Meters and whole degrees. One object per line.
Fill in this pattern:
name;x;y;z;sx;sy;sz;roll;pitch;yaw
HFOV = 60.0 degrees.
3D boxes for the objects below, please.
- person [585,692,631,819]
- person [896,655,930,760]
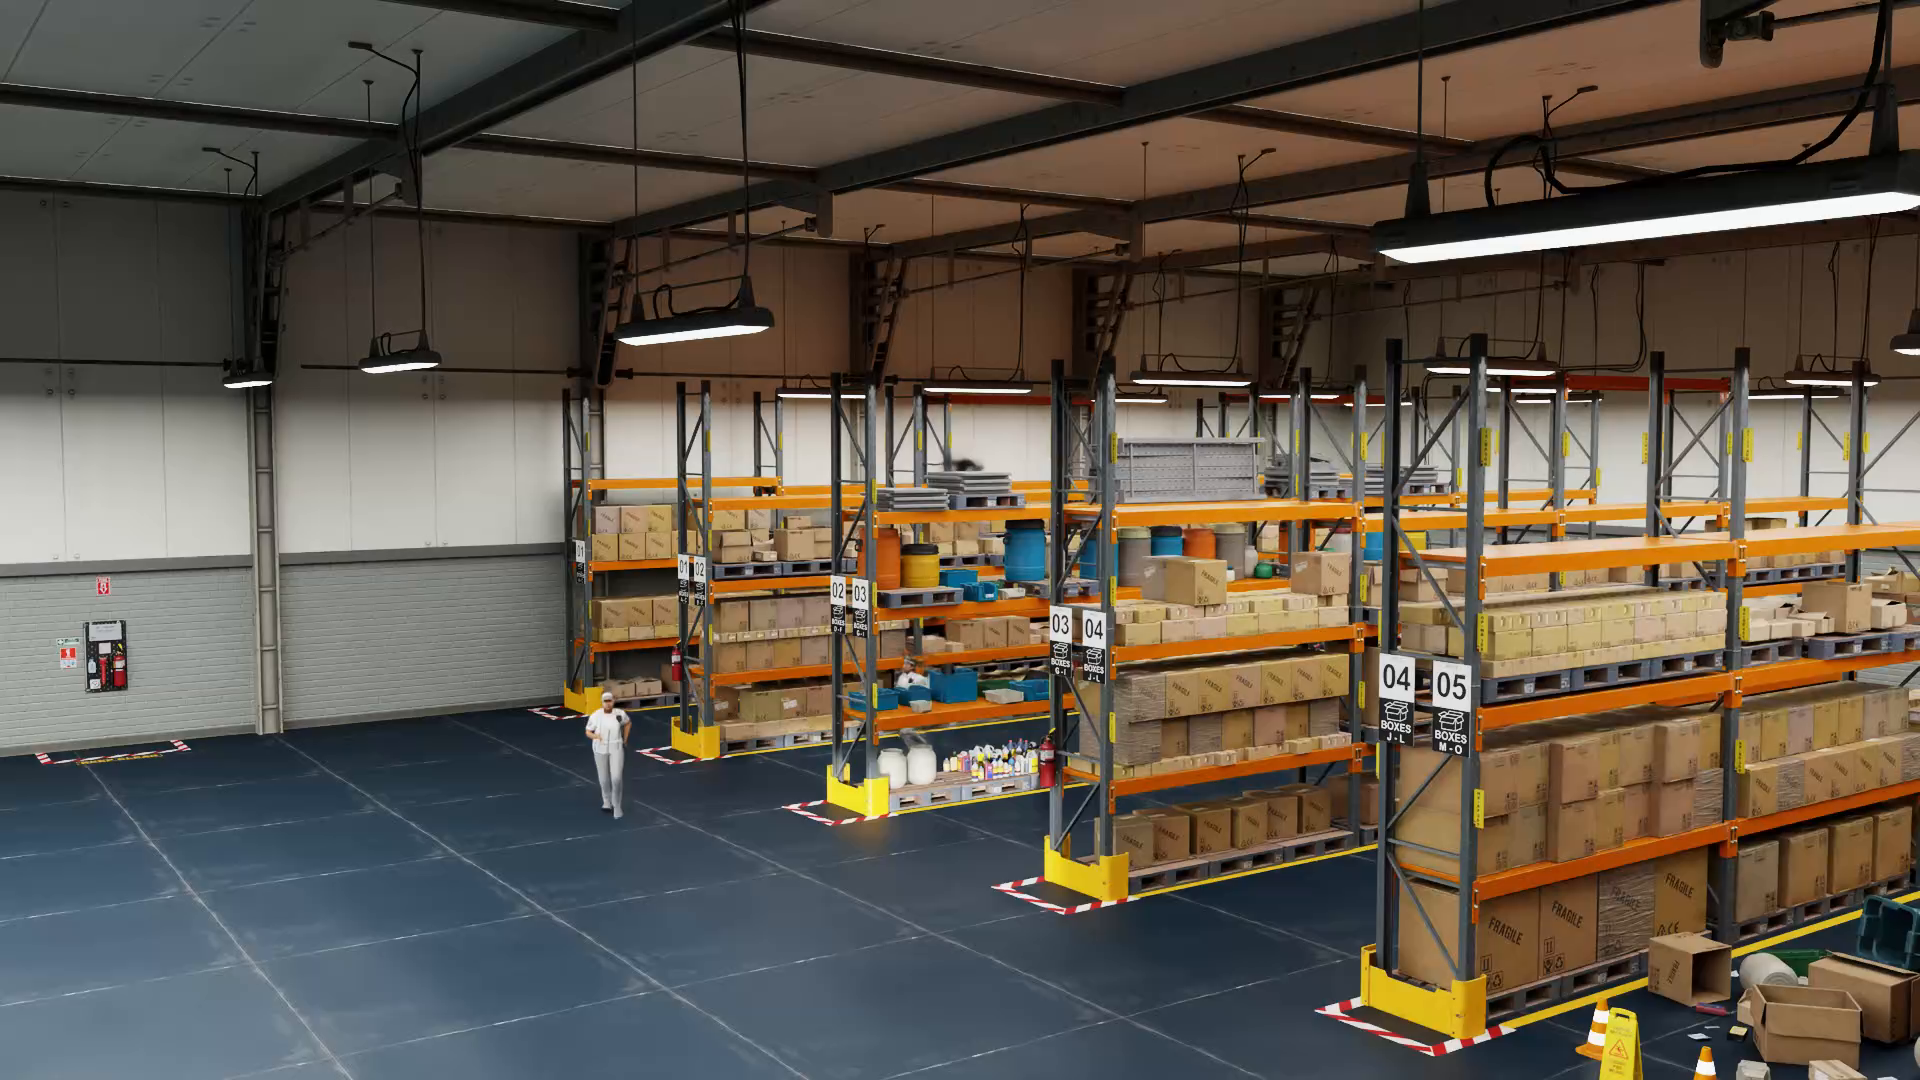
person;-4.757;2.902;22.490;0.590;1.715;0.733;0;4;-7
person;-0.820;2.630;25.908;0.668;1.668;0.513;3;5;43
